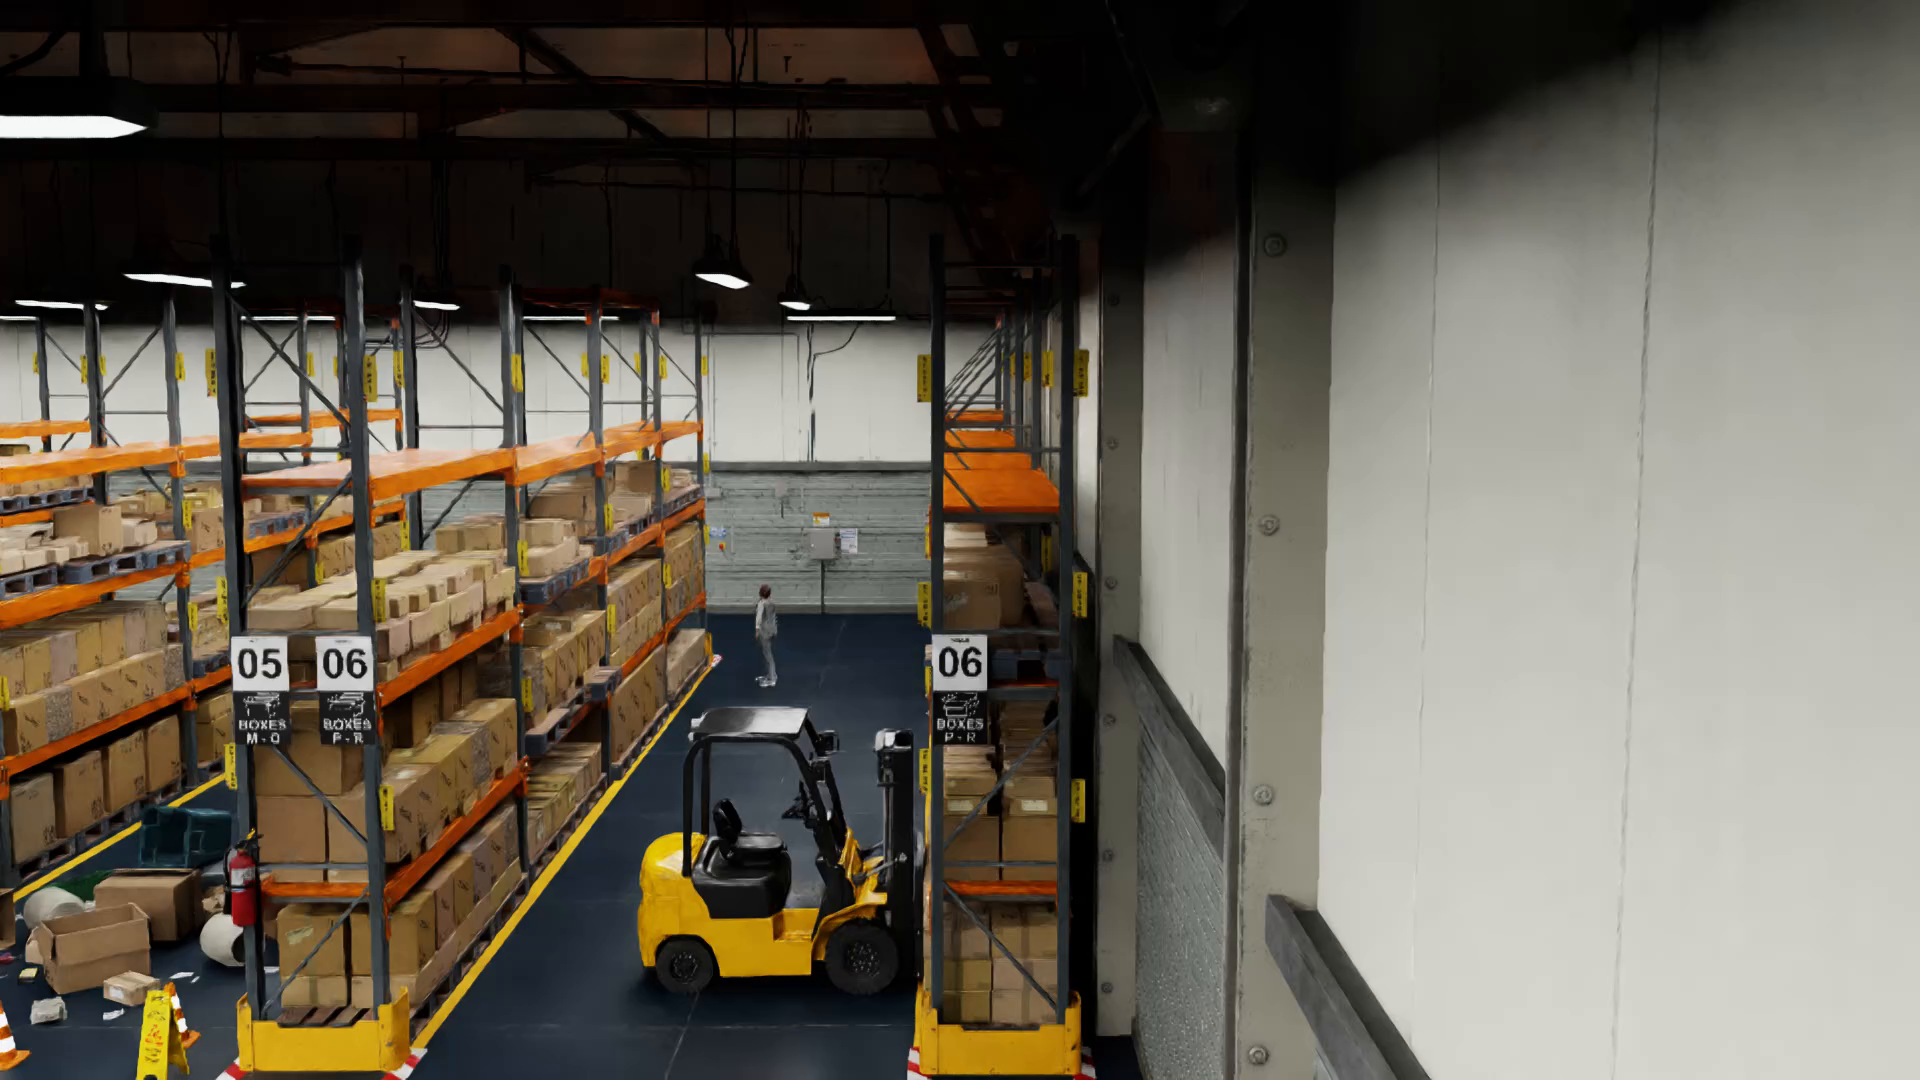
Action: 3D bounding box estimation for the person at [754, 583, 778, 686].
[{"bbox_3d":[-3.048,1.476,26.181,0.511,1.596,0.482,3,7,29],"label":"person"}]
